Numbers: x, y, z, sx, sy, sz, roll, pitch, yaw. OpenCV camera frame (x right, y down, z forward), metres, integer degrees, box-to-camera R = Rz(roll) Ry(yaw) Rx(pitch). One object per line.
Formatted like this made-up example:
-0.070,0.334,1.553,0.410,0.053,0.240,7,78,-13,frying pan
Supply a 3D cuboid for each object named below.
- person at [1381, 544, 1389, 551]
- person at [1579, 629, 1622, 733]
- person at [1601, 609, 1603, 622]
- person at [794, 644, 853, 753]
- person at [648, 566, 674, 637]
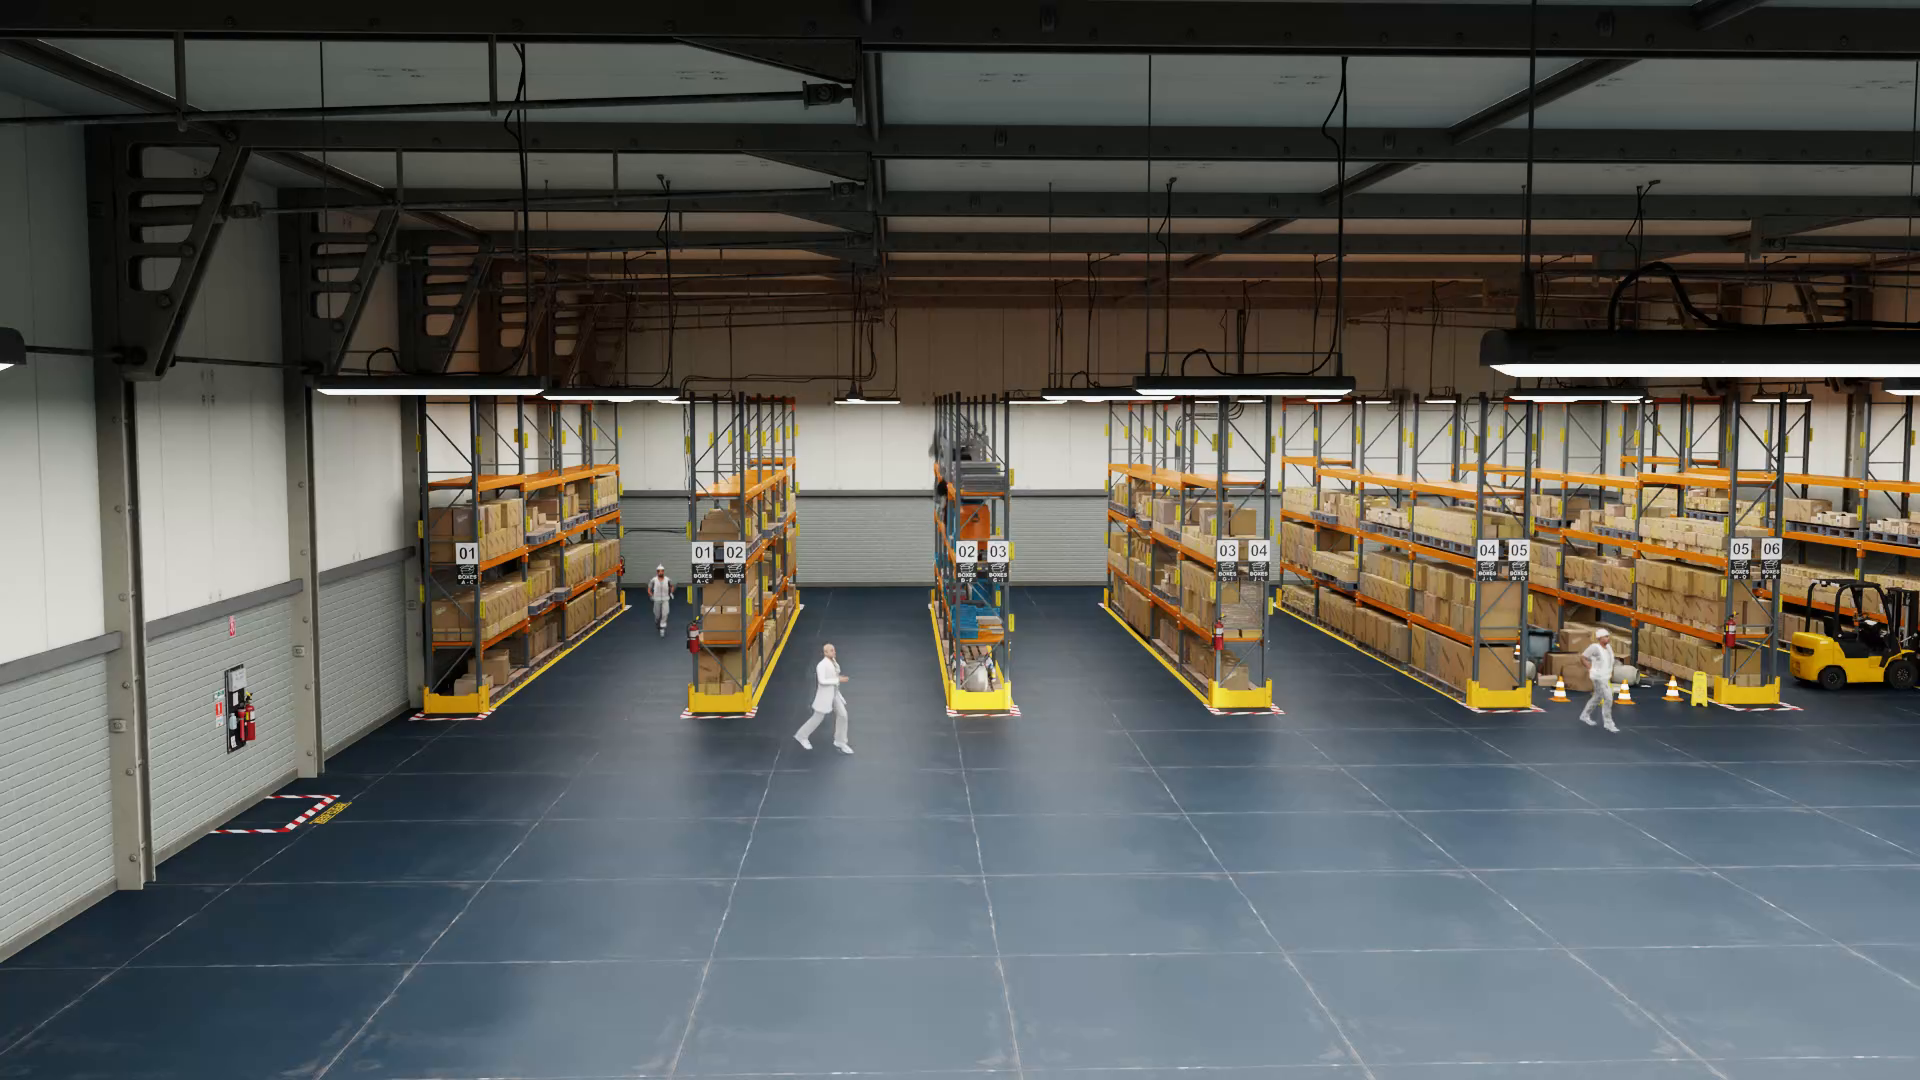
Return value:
12.689,0.961,49.252,0.788,1.692,0.574,0,5,5,person
11.336,2.470,29.426,0.795,1.825,0.671,4,6,41,person
16.313,1.463,42.436,0.664,1.728,0.686,0,5,-4,person
-2.250,2.625,27.615,0.991,1.831,0.730,2,5,26,person
-7.460,1.521,41.550,0.665,1.761,0.823,-1,5,-14,person
